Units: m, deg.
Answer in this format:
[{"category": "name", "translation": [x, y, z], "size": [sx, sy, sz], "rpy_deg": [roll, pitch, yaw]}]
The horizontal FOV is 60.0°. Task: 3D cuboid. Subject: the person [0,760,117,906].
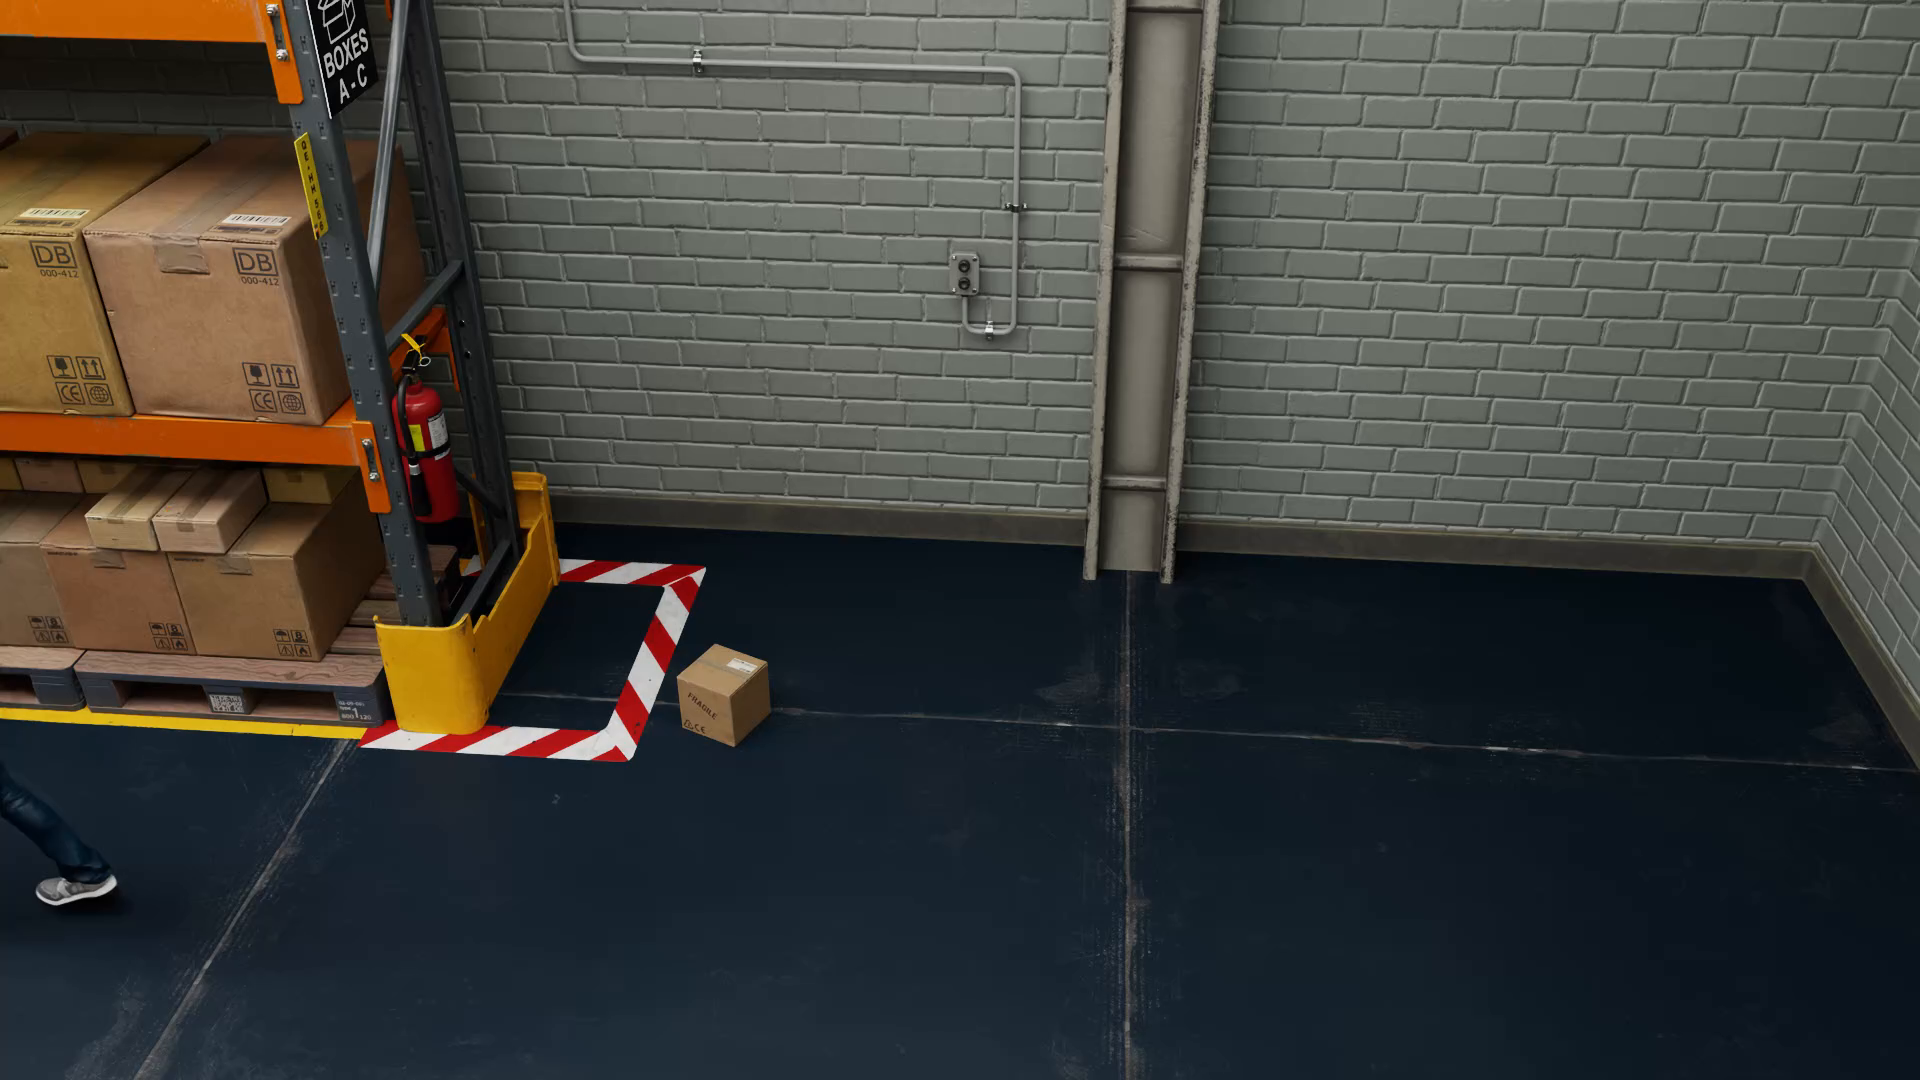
[{"category": "person", "translation": [-3.335, 0.565, 5.245], "size": [0.989, 1.530, 0.446], "rpy_deg": [3, 33, 5]}]
